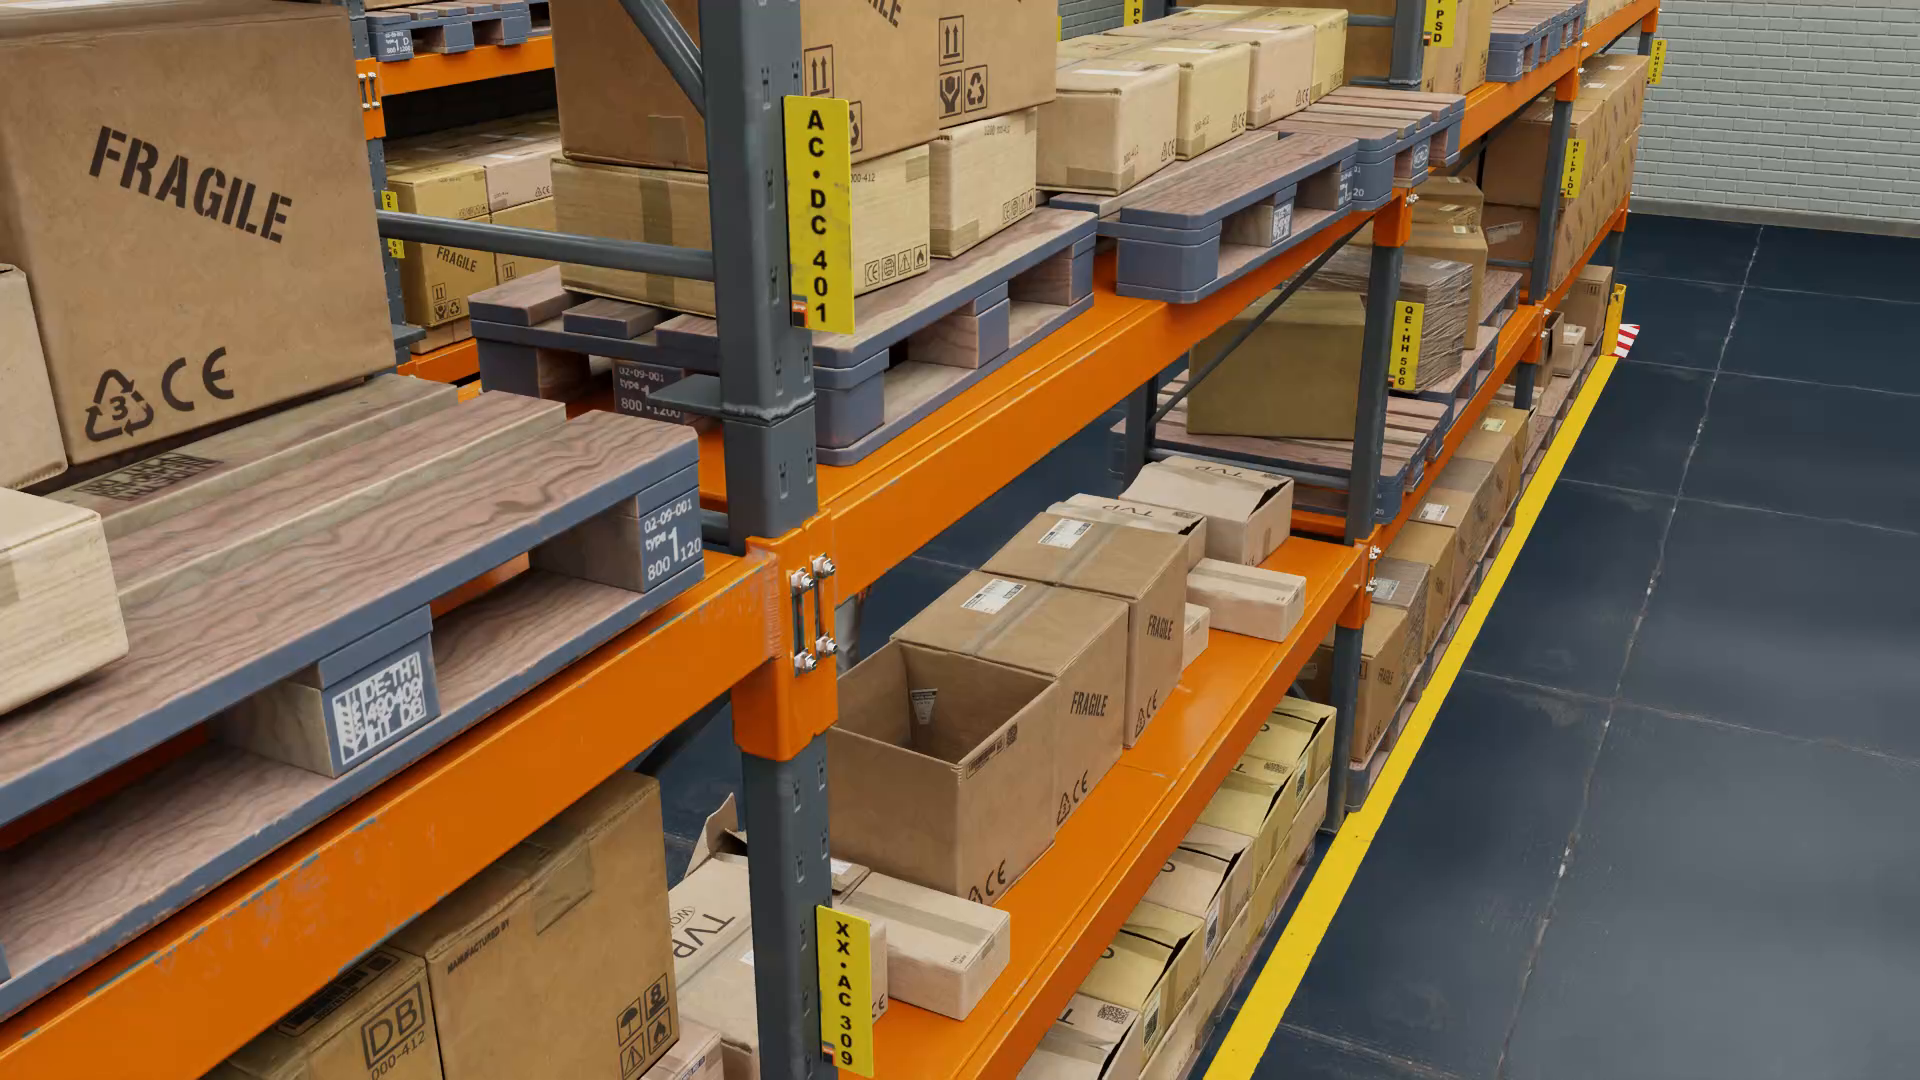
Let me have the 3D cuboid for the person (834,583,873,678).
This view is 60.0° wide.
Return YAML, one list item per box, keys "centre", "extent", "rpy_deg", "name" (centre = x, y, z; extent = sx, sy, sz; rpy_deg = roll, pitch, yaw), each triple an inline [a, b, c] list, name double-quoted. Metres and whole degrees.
- centre: [-0.591, 0.127, 7.294]
  extent: [0.485, 1.672, 0.408]
  rpy_deg: [11, 25, 25]
  name: "person"
